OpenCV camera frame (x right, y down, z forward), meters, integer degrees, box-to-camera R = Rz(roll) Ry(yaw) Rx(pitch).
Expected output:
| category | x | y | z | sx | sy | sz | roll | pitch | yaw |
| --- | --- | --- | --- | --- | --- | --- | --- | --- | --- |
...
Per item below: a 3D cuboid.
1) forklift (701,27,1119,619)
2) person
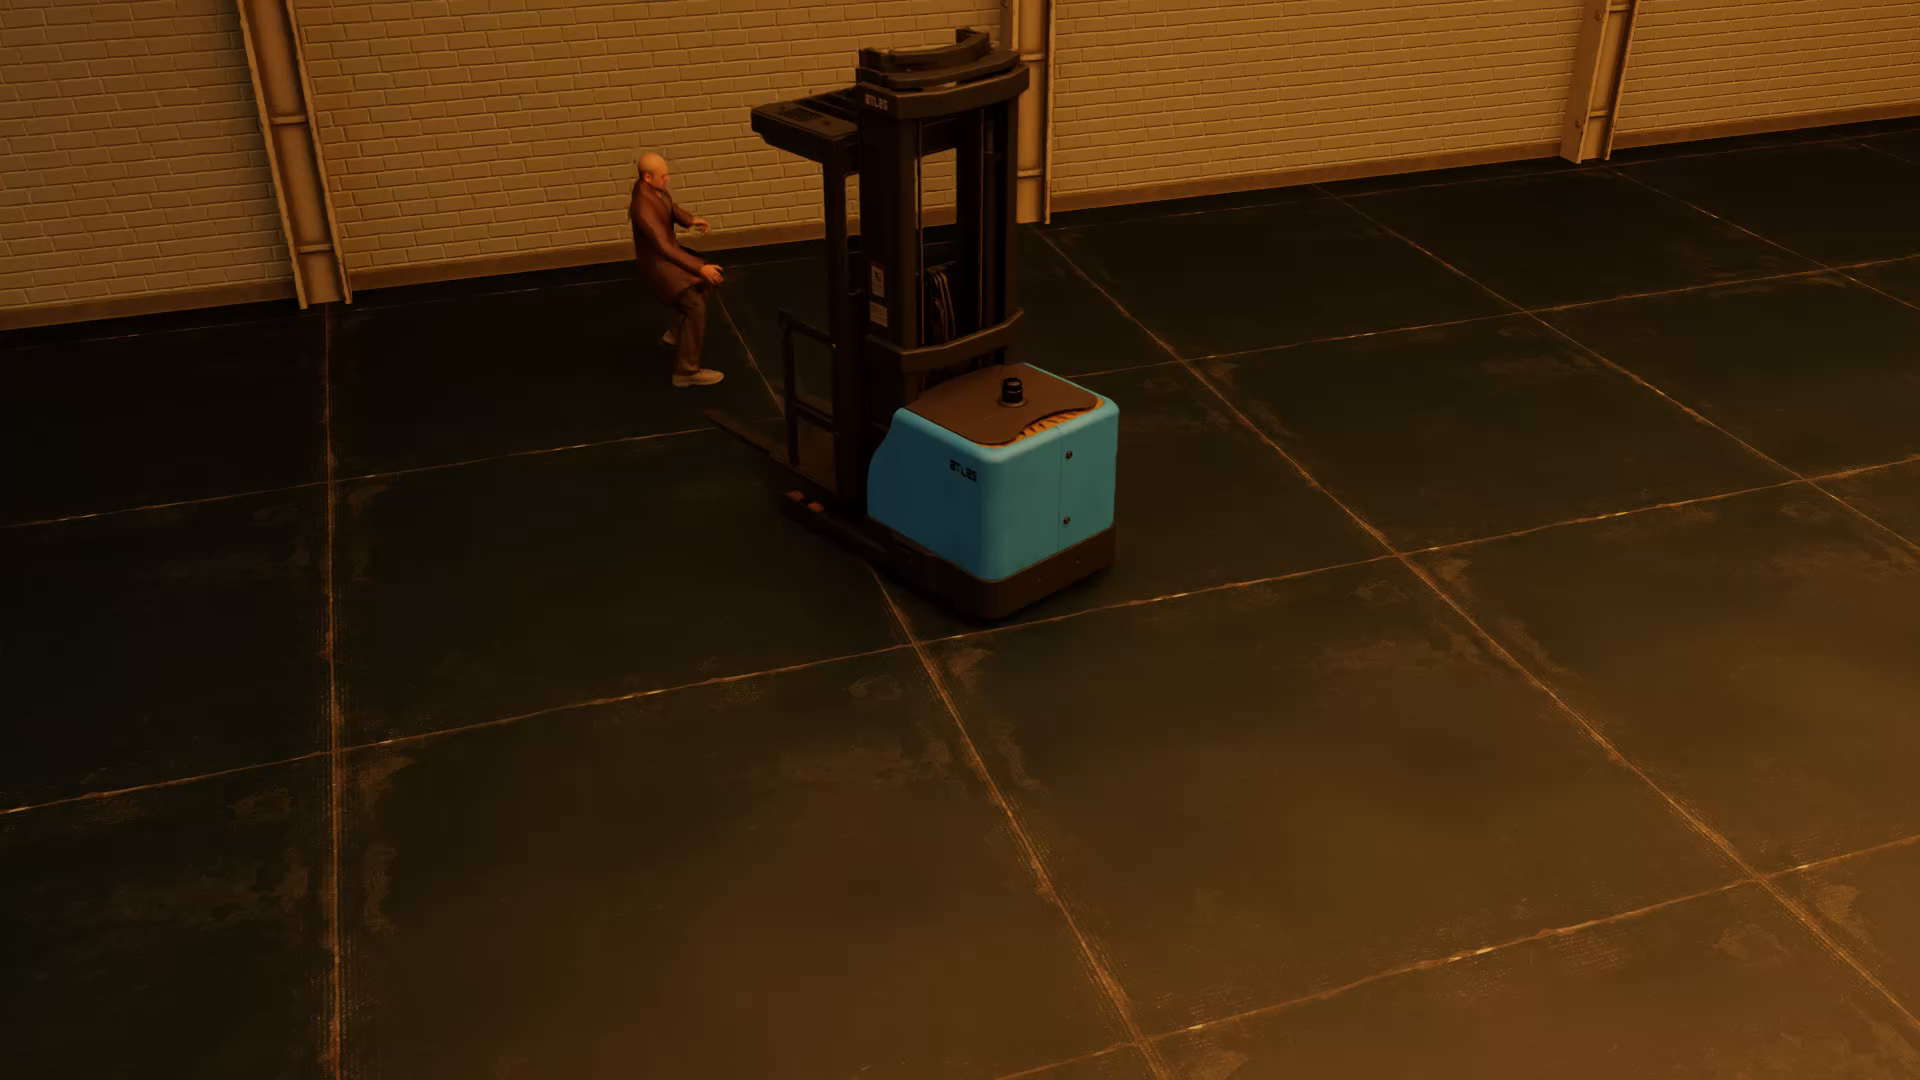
| category | x | y | z | sx | sy | sz | roll | pitch | yaw |
| --- | --- | --- | --- | --- | --- | --- | --- | --- | --- |
| forklift | -0.463 | -1.487 | 9.671 | 1.130 | 2.935 | 3.031 | -24 | 38 | -36 |
| person | -1.987 | -1.997 | 11.880 | 0.646 | 1.610 | 0.910 | -2 | 30 | -3 |
